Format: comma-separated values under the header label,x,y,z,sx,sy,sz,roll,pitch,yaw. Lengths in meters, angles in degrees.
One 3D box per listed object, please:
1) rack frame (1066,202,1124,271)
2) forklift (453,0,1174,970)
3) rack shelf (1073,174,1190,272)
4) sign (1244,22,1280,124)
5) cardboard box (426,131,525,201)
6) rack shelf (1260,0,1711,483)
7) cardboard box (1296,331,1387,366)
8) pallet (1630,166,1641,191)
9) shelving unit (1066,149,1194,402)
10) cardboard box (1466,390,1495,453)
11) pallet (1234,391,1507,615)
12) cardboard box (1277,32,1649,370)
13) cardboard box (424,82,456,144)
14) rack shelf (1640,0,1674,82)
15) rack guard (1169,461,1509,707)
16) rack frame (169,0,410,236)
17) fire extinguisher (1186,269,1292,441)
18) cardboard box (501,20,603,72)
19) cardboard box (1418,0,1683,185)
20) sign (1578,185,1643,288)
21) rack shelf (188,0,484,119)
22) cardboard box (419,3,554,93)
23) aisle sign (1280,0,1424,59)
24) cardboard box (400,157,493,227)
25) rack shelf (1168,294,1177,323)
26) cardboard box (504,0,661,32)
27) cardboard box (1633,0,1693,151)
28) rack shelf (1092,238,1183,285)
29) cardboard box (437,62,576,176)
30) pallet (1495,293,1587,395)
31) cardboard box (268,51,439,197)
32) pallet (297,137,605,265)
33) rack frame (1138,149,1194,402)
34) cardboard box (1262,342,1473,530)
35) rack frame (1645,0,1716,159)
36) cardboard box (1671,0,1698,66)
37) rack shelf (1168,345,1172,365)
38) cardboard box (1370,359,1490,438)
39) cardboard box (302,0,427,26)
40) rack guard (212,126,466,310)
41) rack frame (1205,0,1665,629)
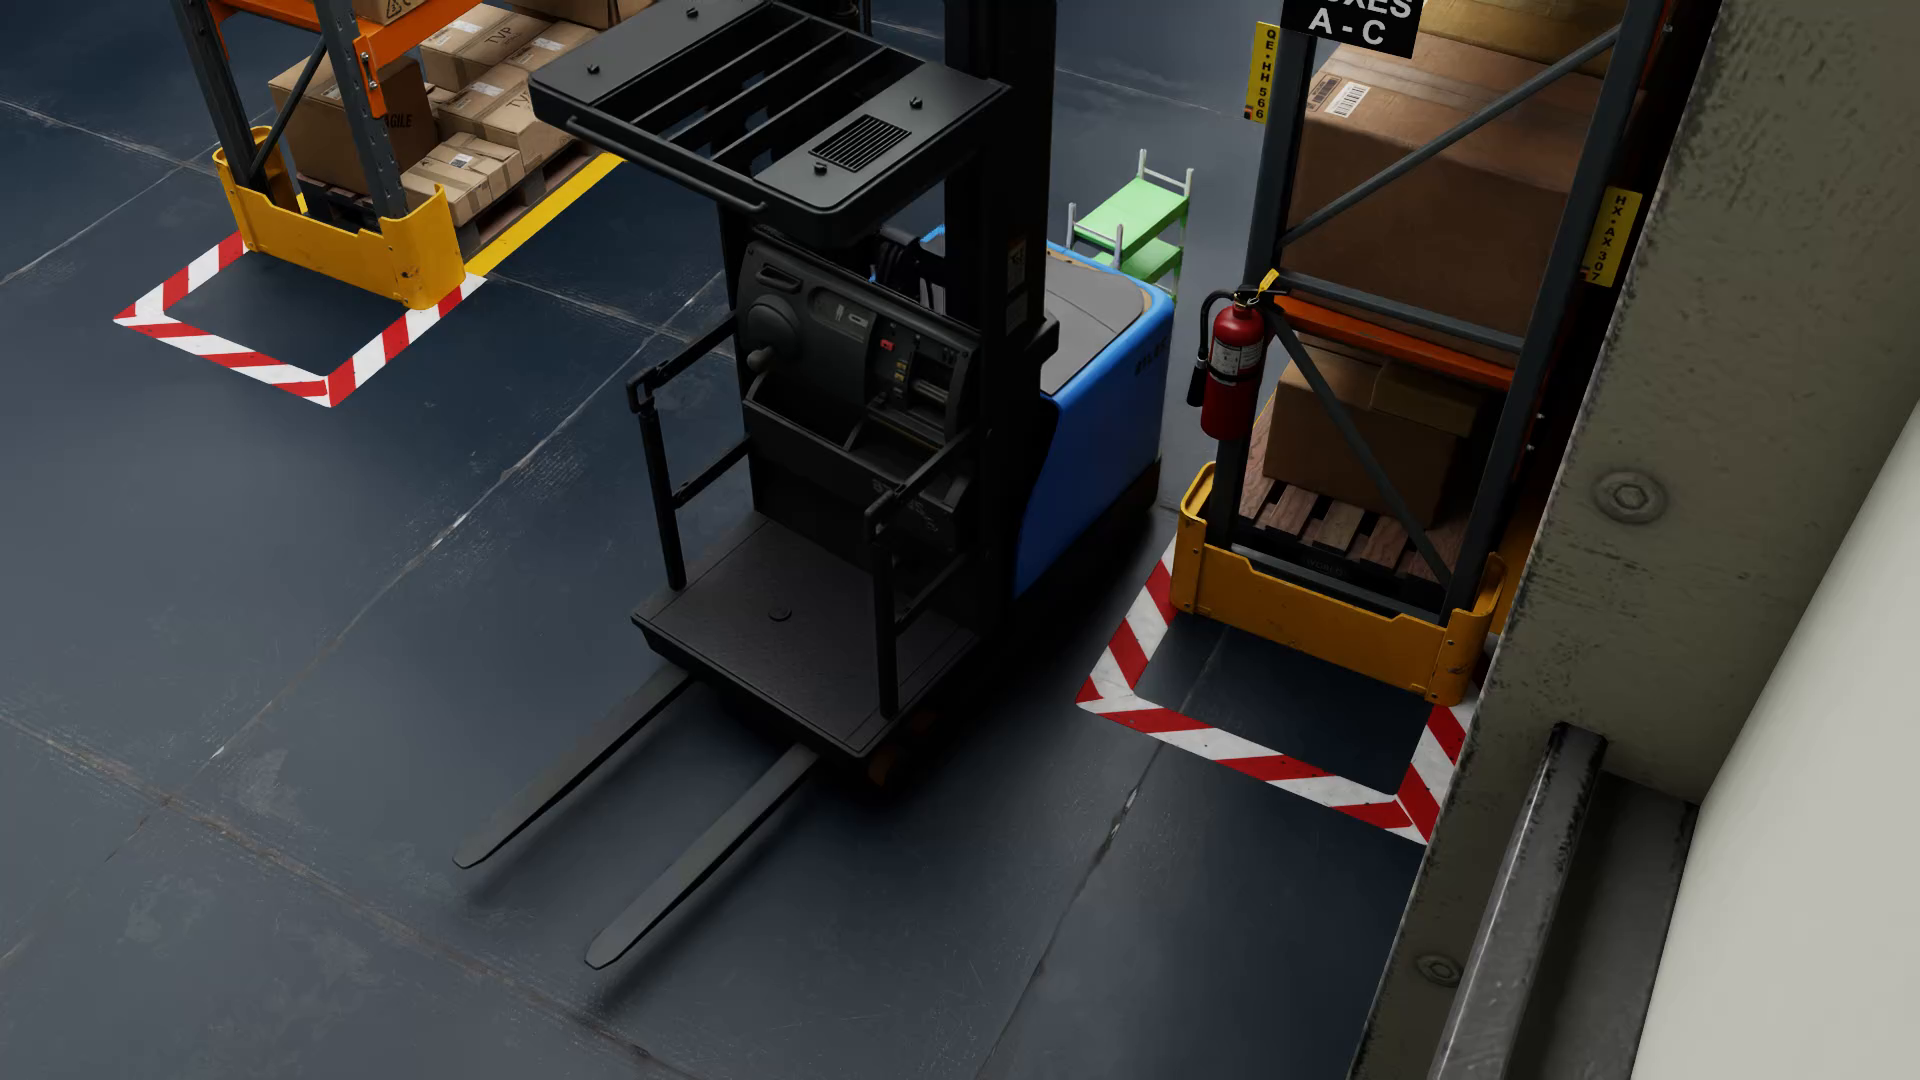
label,x,y,z,sx,sy,sz,roll,pitch,yaw
rack frame,0.508,-0.800,6.685,0.240,1.200,0.015,29,51,26
forklift,-0.477,-0.550,5.233,1.130,2.935,3.031,28,52,25
rack shelf,0.662,-1.230,6.531,0.258,0.148,0.480,29,51,26
sign,0.931,-1.415,5.059,0.100,0.325,0.005,20,49,19
cardboard box,-2.370,-1.837,8.139,0.380,0.166,0.250,20,49,19
rack shelf,2.333,-1.744,6.871,1.077,0.370,4.000,20,49,19
cardboard box,1.539,-0.849,6.486,0.380,0.149,0.250,20,49,19
pallet,2.839,-1.824,8.404,1.003,0.211,1.213,20,49,19
shelving unit,0.657,-0.934,6.823,0.258,1.200,0.503,29,51,26
cardboard box,1.873,-0.795,6.889,0.700,0.500,0.500,20,49,19
pallet,1.707,-0.286,6.885,1.003,0.211,1.213,20,49,19
cardboard box,1.633,-1.167,5.584,0.980,0.700,0.700,23,50,21
cardboard box,-2.683,-2.178,8.477,0.380,0.166,0.250,20,49,19
rack shelf,2.333,-2.799,5.804,1.077,0.370,4.000,20,49,19
rack guard,1.394,0.157,6.244,1.175,0.500,0.348,20,49,19
rack frame,-2.985,-2.370,6.984,1.000,3.000,0.127,20,49,19
fire extinguisher,0.926,-0.636,5.586,0.296,0.674,0.183,20,49,19
cardboard box,-2.017,-2.437,8.674,0.500,0.250,0.500,20,49,19
cardboard box,1.961,-1.629,6.040,0.980,0.700,0.700,20,49,19
sign,1.894,-0.882,4.849,0.100,0.325,0.005,20,49,19
rack shelf,-2.056,-3.377,8.485,1.077,0.370,4.000,20,49,19
cardboard box,-2.483,-2.571,8.806,0.500,0.250,0.500,20,49,19
aisle sign,1.106,-1.705,4.498,0.394,0.787,0.004,20,49,19
cardboard box,-2.486,-1.673,7.990,0.380,0.149,0.250,20,49,19
rack shelf,0.657,-0.888,6.868,0.258,0.148,0.480,29,51,26
cardboard box,-1.995,-2.982,9.034,0.797,0.503,0.637,20,49,19
cardboard box,2.323,-2.106,6.512,0.980,0.700,0.700,18,48,17
rack shelf,0.659,-1.059,6.700,0.258,0.148,0.480,29,51,26
cardboard box,-2.249,-2.122,8.362,0.500,0.250,0.500,20,49,19
pallet,2.274,-1.052,7.641,1.003,0.211,1.213,20,49,19
cardboard box,-2.950,-2.070,8.135,0.500,0.500,0.500,20,49,19
pallet,-2.580,-1.940,8.520,1.003,0.211,1.213,20,49,19
rack frame,0.807,-1.068,6.962,0.240,1.200,0.015,29,51,26
cardboard box,1.641,-0.480,6.578,0.700,0.500,0.500,20,49,19
rack frame,3.262,-3.257,7.860,1.000,3.000,0.127,20,49,19
cardboard box,2.652,-2.568,6.968,0.980,0.700,0.700,19,48,18
rack shelf,0.654,-0.717,7.037,0.258,0.148,0.480,29,51,26
cardboard box,1.760,-0.563,6.204,0.380,0.149,0.250,21,49,19
cardboard box,-2.545,-2.598,7.138,0.500,0.500,0.500,21,49,20
rack guard,-2.949,-1.539,7.920,1.175,0.500,0.348,20,49,19
rack frame,1.405,-0.737,5.370,1.000,3.000,0.127,20,49,19
